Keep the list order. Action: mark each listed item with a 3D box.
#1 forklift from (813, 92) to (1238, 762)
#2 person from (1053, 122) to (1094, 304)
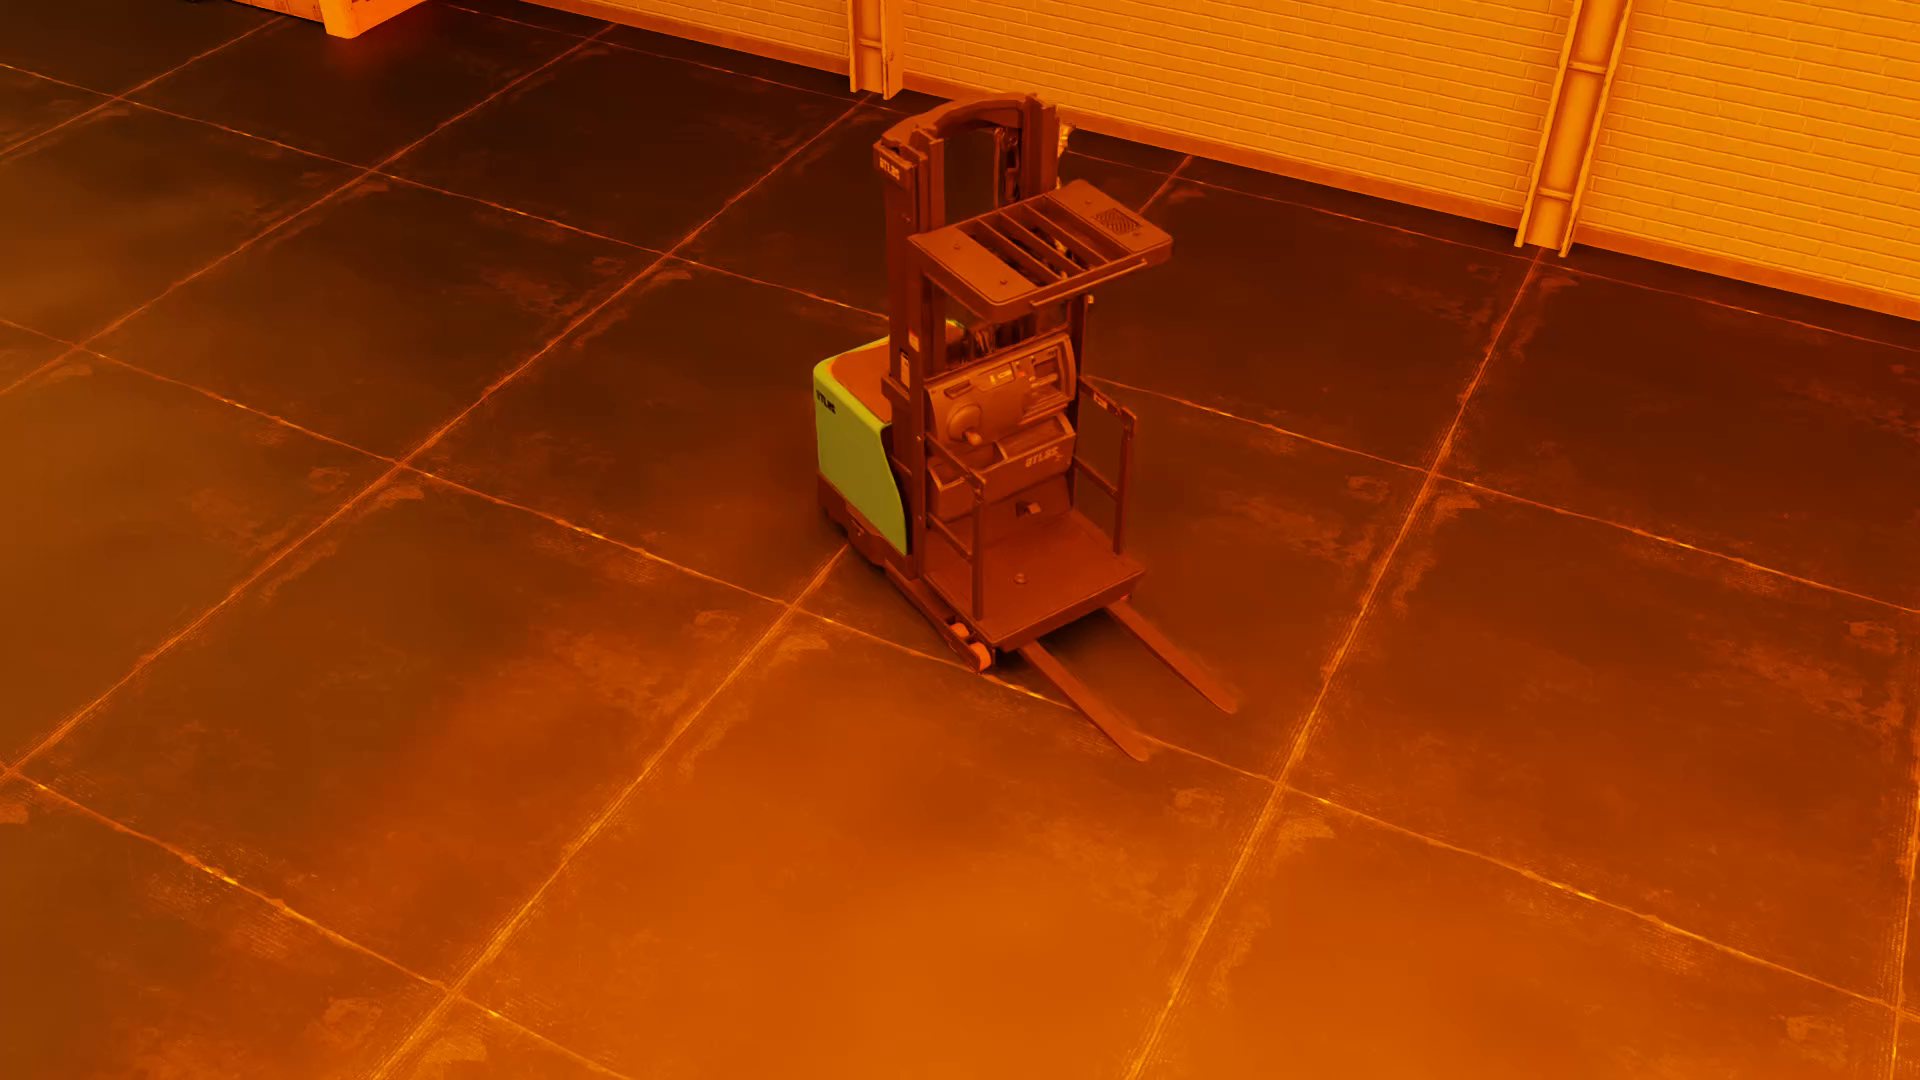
[{"bbox_3d":[0.356,-0.734,8.858,1.130,2.935,3.031,-24,46,-26],"label":"forklift"},{"bbox_3d":[0.685,-2.214,11.747,0.729,1.502,0.700,-17,43,-19],"label":"person"}]
